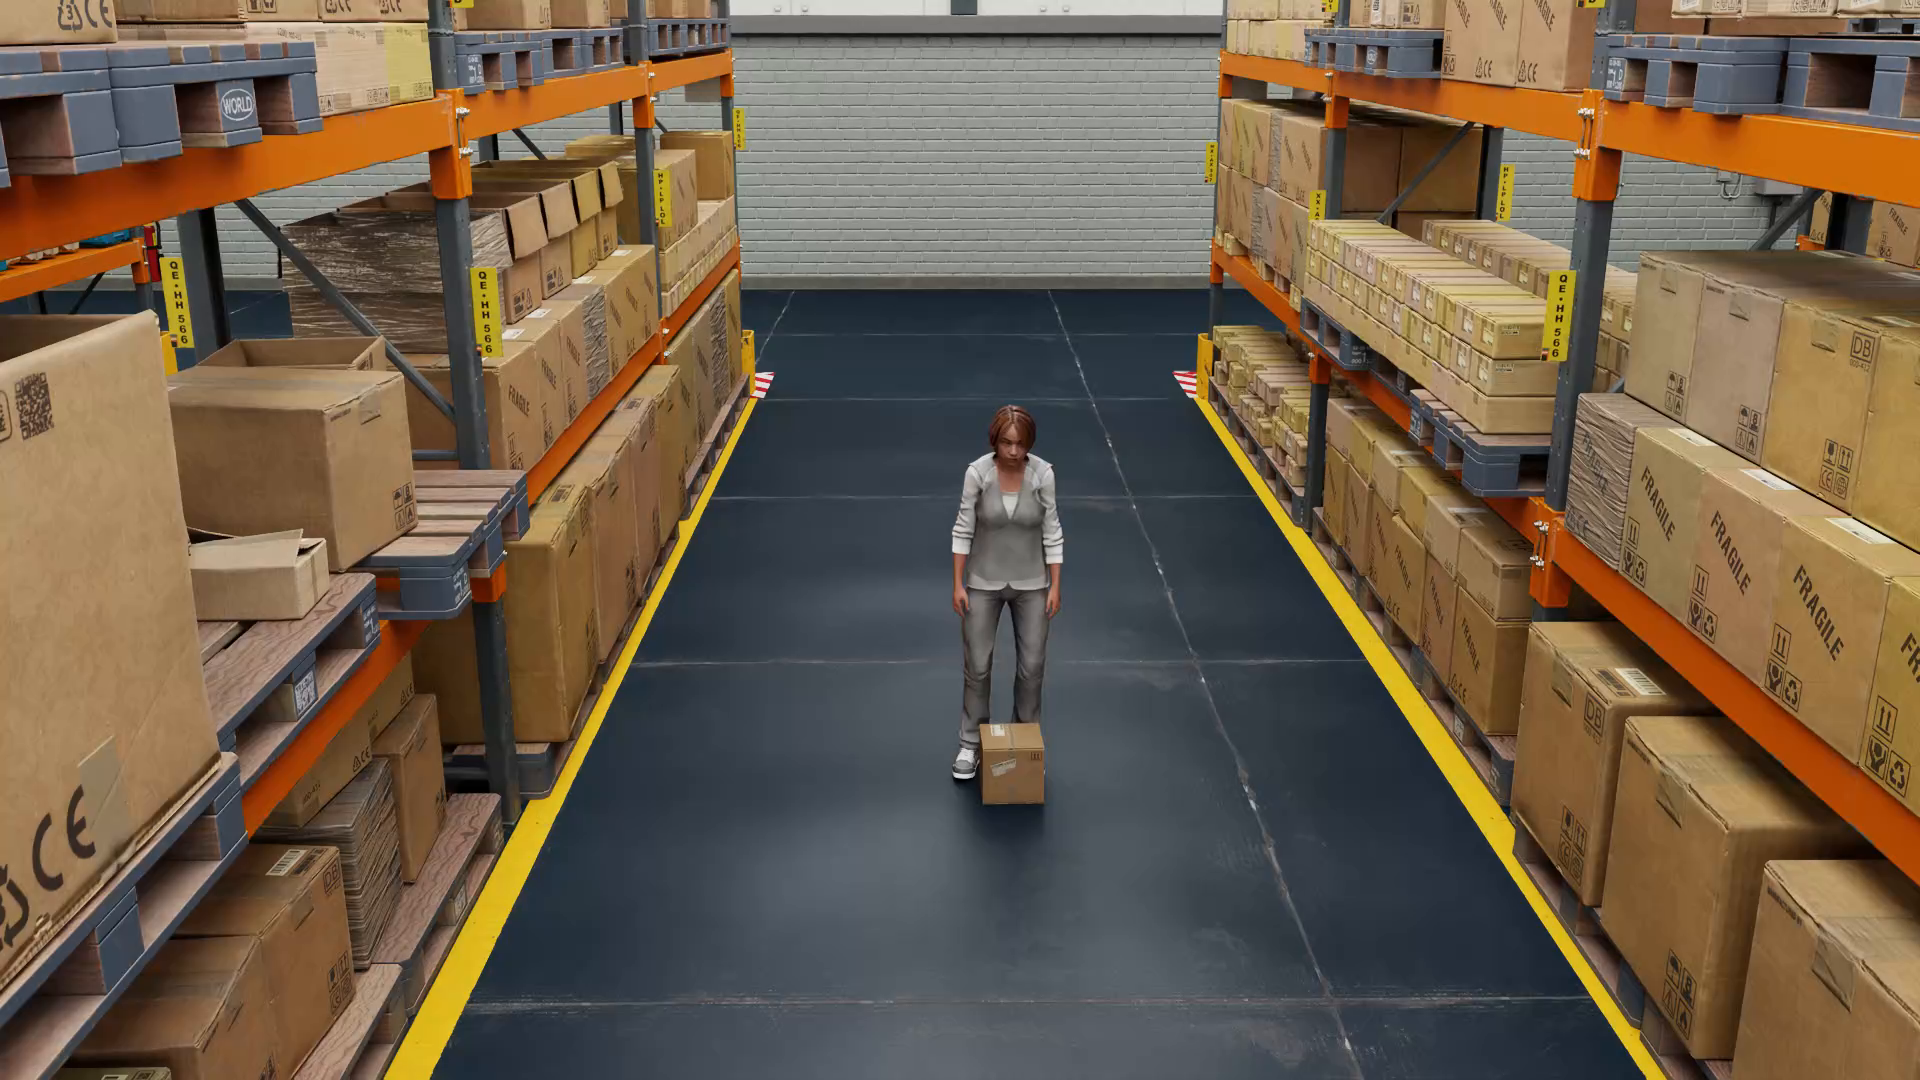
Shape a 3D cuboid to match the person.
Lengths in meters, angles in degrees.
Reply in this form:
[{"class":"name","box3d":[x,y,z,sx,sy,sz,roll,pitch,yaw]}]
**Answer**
[{"class":"person","box3d":[0.192,0.216,6.895,0.451,1.582,0.344,0,17,0]}]
